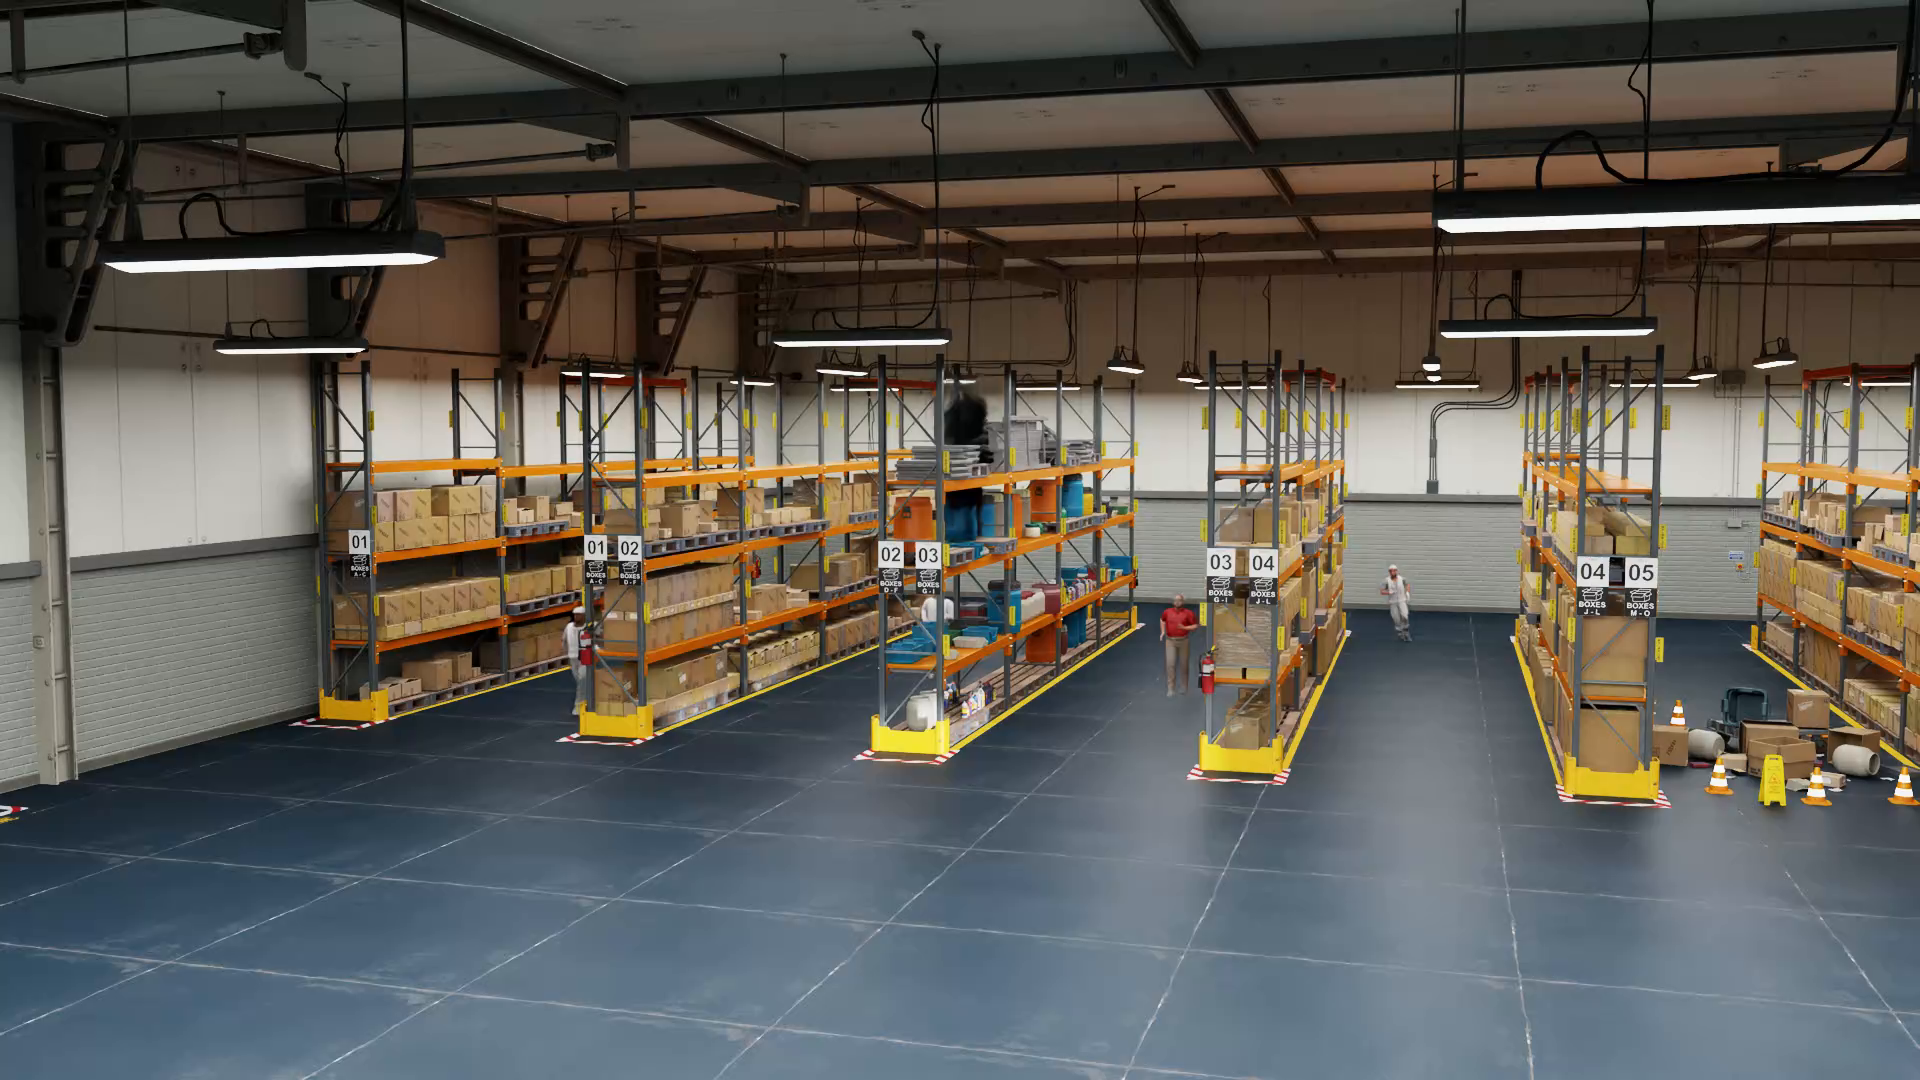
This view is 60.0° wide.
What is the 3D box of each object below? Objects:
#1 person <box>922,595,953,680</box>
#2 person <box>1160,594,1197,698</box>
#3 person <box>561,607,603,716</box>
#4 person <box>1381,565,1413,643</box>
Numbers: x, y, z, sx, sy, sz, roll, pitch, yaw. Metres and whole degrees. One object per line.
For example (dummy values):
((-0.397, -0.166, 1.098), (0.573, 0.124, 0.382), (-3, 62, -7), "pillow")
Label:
((-0.439, 1.849, 32.449), (0.675, 1.756, 0.829), (0, 4, 6), "person")
((3.734, 1.816, 28.511), (0.662, 1.773, 0.905), (1, 4, 13), "person")
((-6.547, 2.051, 28.668), (0.672, 1.819, 0.928), (1, 4, 15), "person")
((9.901, 1.434, 37.718), (0.724, 1.765, 0.682), (1, 4, 11), "person")
